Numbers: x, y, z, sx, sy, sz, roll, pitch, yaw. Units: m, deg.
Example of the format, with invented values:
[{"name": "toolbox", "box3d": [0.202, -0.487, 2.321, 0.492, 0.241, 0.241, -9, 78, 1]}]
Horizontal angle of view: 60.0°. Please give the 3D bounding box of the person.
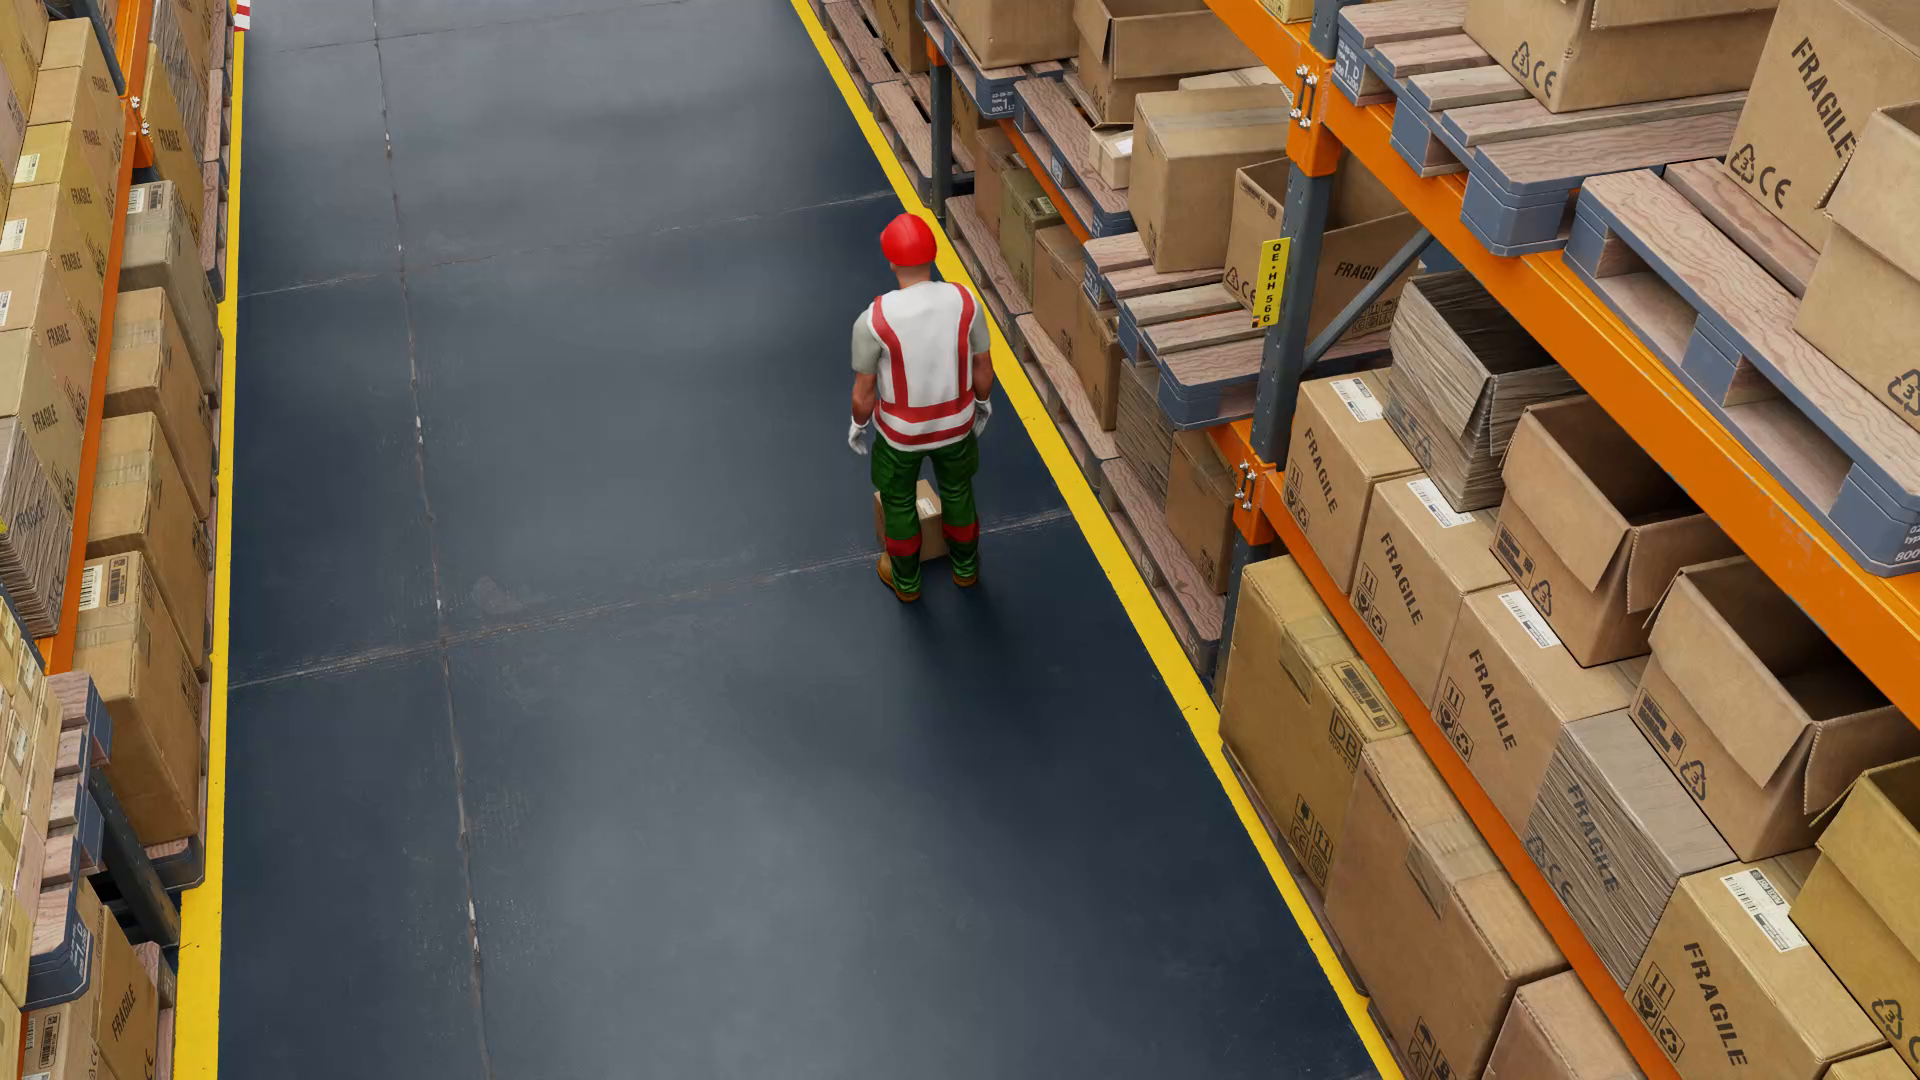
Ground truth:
[{"name": "person", "box3d": [-0.152, -0.494, 6.700, 0.608, 1.780, 0.448, -12, 43, -13]}]
